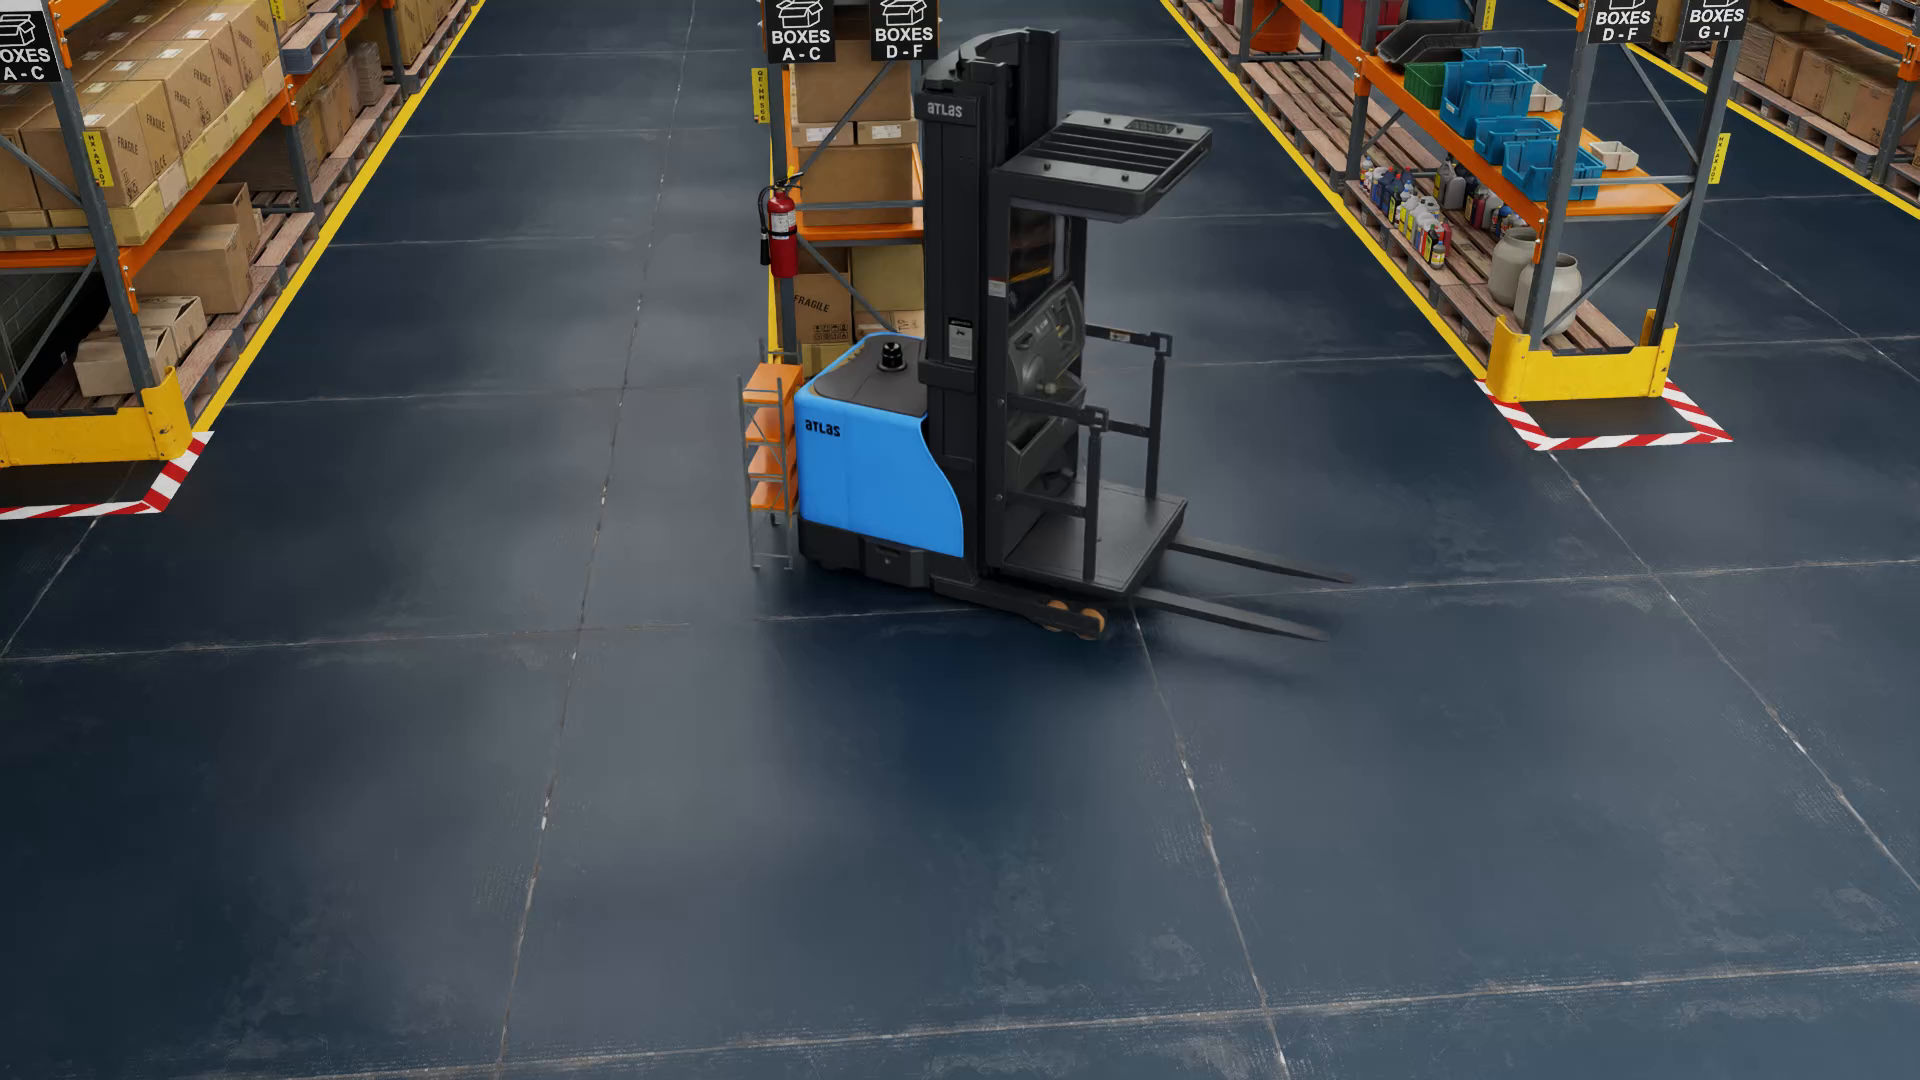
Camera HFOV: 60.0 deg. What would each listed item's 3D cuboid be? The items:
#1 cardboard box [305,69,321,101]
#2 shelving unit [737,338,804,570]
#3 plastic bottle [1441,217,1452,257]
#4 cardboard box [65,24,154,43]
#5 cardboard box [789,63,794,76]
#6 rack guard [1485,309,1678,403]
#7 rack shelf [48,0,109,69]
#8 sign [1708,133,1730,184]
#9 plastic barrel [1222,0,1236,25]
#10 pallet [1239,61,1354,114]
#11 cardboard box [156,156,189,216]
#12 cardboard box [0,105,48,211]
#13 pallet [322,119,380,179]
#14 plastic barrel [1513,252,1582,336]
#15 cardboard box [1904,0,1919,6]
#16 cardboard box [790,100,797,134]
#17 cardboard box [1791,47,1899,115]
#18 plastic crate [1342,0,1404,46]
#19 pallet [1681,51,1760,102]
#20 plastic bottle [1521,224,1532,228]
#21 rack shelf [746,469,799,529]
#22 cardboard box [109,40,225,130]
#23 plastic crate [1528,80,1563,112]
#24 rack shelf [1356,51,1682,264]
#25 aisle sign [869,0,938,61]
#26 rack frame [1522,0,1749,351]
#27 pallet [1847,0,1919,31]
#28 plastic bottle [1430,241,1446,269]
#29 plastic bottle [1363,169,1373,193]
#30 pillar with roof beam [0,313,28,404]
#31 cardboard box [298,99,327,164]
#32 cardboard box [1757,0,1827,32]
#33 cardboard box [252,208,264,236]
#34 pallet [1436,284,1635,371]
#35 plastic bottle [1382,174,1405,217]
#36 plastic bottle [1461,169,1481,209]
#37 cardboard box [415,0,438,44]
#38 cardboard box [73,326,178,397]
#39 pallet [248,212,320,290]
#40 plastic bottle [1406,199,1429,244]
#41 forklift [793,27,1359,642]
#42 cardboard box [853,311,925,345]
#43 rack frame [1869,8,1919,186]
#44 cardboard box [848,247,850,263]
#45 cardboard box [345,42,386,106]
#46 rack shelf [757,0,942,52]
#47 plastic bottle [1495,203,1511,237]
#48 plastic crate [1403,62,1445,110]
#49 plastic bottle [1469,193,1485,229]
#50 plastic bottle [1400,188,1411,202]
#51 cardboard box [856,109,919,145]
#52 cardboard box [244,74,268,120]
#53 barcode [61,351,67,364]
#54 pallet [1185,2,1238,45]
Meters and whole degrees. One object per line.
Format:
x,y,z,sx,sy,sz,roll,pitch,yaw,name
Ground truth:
-6.125,-4.167,15.079,0.500,0.250,0.500,-4,31,-6,cardboard box
-1.038,-0.480,9.384,0.258,1.200,0.503,4,31,7,shelving unit
3.796,-2.371,13.015,0.061,0.283,0.133,-3,31,-5,plastic bottle
-6.021,-3.361,11.848,0.500,0.500,0.500,-2,31,-3,cardboard box
-0.985,-3.230,11.502,0.380,0.149,0.250,-2,31,-3,cardboard box
4.241,-1.260,11.372,1.175,0.500,0.348,-3,31,-5,rack guard
-5.756,-3.822,11.000,1.077,0.370,4.000,-3,31,-5,rack shelf
4.843,-2.440,10.639,0.100,0.325,0.005,-3,31,-5,sign
3.379,-6.352,19.401,0.600,0.588,0.708,-3,31,-5,plastic barrel
3.581,-4.787,17.558,1.003,0.211,1.213,-3,31,-5,pallet
-5.361,-2.295,10.794,0.500,0.250,0.500,-4,31,-6,cardboard box
-5.825,-2.319,10.102,0.500,0.500,0.500,-3,31,-5,cardboard box
-6.134,-3.689,15.720,1.003,0.211,1.213,-3,31,-5,pallet
4.157,-1.741,11.757,0.421,0.512,0.421,0,31,0,plastic barrel
8.917,-5.426,14.915,1.000,1.000,1.000,-3,31,-4,cardboard box
-0.889,-2.702,10.619,0.380,0.149,0.250,-2,31,-3,cardboard box
8.738,-4.536,16.428,0.700,0.500,0.500,-5,31,-9,cardboard box
3.571,-4.599,14.462,0.402,0.464,0.583,-3,31,-5,plastic crate
8.550,-5.022,17.952,1.003,0.211,1.213,-3,31,-5,pallet
4.432,-2.376,13.023,0.061,0.283,0.133,-2,31,-4,plastic bottle
-1.038,-0.252,9.520,0.258,0.148,0.480,4,31,7,rack shelf
-5.453,-3.126,11.454,0.500,0.500,0.500,-2,31,-3,cardboard box
4.325,-3.409,12.789,0.530,0.136,0.437,-3,31,-5,plastic crate
4.108,-3.009,12.564,1.077,0.370,4.000,-3,31,-5,rack shelf
-0.326,-3.158,9.578,0.394,0.787,0.004,-3,31,-5,aisle sign
4.295,-2.297,10.670,1.000,3.000,0.127,-3,31,-5,rack frame
8.926,-4.891,15.200,1.003,0.211,1.213,-3,31,-5,pallet
3.687,-2.201,12.809,0.097,0.201,0.097,0,31,0,plastic bottle
3.524,-3.091,14.299,0.097,0.201,0.097,0,31,0,plastic bottle
-2.210,-4.920,9.211,9.100,9.000,0.400,-3,31,-5,pillar with roof beam
-6.126,-3.616,14.888,0.700,0.500,0.500,-3,31,-6,cardboard box
8.631,-5.445,17.218,0.500,0.250,0.500,1,31,1,cardboard box
-5.863,-2.565,13.453,0.380,0.166,0.250,-7,32,-11,cardboard box
4.170,-1.551,12.141,1.003,0.211,1.213,-3,31,-5,pallet
3.601,-2.862,13.771,0.144,0.351,0.185,-4,31,-7,plastic bottle
4.286,-2.978,13.964,0.144,0.351,0.185,-4,31,-7,plastic bottle
-6.330,-5.993,18.545,0.750,0.750,0.750,-3,31,-5,cardboard box
-5.544,-1.214,11.051,0.500,0.311,0.500,-6,31,-10,cardboard box
-5.845,-2.326,13.438,1.003,0.211,1.213,-3,31,-5,pallet
3.658,-2.550,13.249,0.144,0.351,0.185,-2,31,-3,plastic bottle
0.640,-1.035,8.624,3.031,2.935,1.130,13,33,21,forklift
-0.466,-1.346,11.349,0.500,0.250,0.500,-3,31,-5,cardboard box
8.852,-4.576,14.486,1.000,3.000,0.127,-3,31,-5,rack frame
-0.574,-2.177,12.011,0.500,0.500,0.500,-3,31,-5,cardboard box
-6.197,-4.657,16.630,0.700,0.500,0.500,-2,31,-4,cardboard box
-0.824,-4.061,11.401,1.077,0.370,4.000,-3,31,-5,rack shelf
4.375,-2.584,13.383,0.097,0.271,0.097,0,31,0,plastic bottle
3.767,-3.541,12.960,0.450,0.188,0.662,-3,31,-5,plastic crate
4.221,-2.695,13.557,0.061,0.283,0.133,-3,31,-5,plastic bottle
3.652,-2.755,13.668,0.097,0.271,0.097,0,31,0,plastic bottle
-0.460,-2.593,10.437,0.380,0.149,0.250,-3,31,-5,cardboard box
-5.559,-3.326,12.521,0.500,0.250,0.500,-3,31,-4,cardboard box
-5.944,-1.208,11.032,0.001,0.075,0.075,-3,31,-5,barcode
3.321,-6.206,19.934,1.003,0.211,1.213,-3,31,-5,pallet
